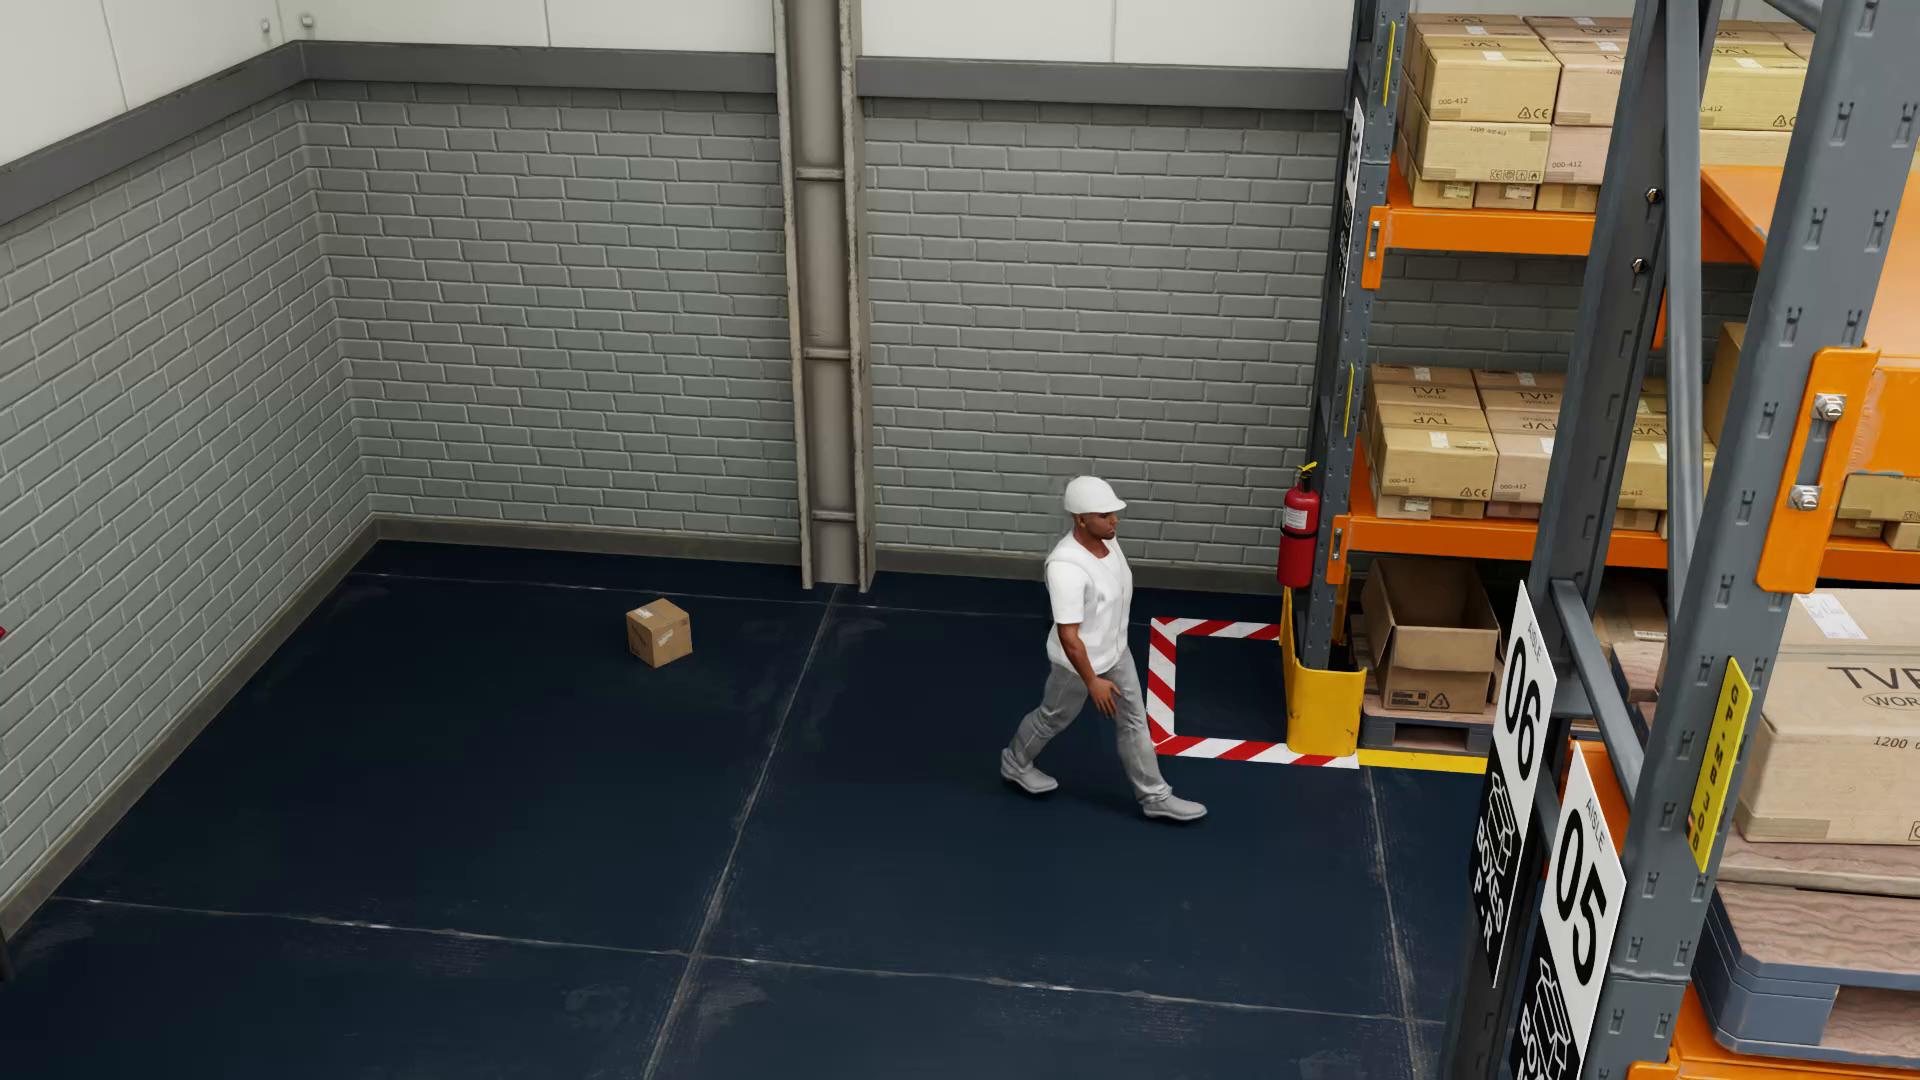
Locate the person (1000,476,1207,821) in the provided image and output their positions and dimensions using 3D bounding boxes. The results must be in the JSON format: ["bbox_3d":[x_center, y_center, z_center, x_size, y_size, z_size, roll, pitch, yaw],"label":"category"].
[{"bbox_3d":[0.655,0.523,7.613,1.021,1.716,0.606,16,32,27],"label":"person"}]
